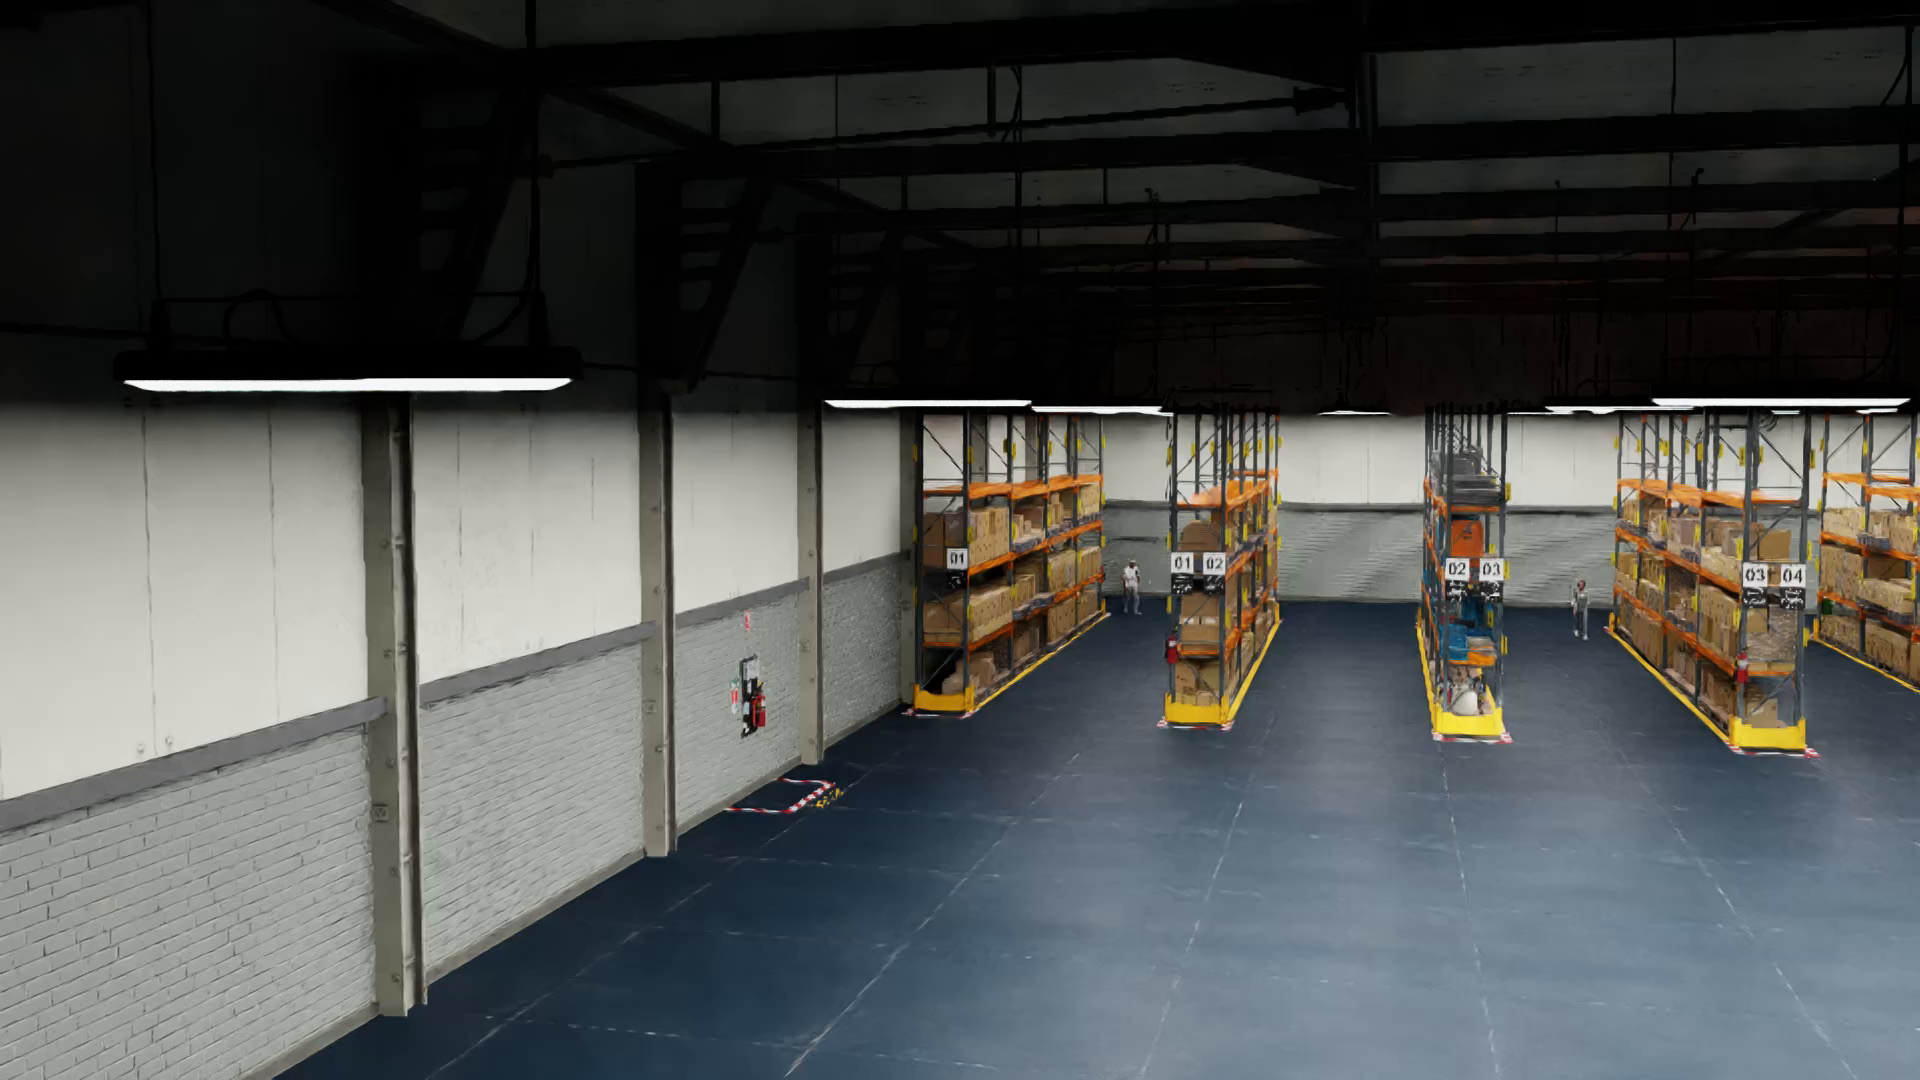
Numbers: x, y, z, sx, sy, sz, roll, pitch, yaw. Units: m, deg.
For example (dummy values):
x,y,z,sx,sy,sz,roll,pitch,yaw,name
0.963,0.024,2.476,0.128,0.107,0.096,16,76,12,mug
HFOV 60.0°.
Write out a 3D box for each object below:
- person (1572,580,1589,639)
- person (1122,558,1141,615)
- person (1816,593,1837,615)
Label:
x,y,z,sx,sy,sz,roll,pitch,yaw,name
16.050,1.773,43.033,0.414,1.517,1.032,1,4,17,person
4.982,1.331,48.368,0.581,1.641,0.694,0,4,-6,person
23.038,1.561,44.170,0.384,1.783,0.625,-1,4,-18,person
